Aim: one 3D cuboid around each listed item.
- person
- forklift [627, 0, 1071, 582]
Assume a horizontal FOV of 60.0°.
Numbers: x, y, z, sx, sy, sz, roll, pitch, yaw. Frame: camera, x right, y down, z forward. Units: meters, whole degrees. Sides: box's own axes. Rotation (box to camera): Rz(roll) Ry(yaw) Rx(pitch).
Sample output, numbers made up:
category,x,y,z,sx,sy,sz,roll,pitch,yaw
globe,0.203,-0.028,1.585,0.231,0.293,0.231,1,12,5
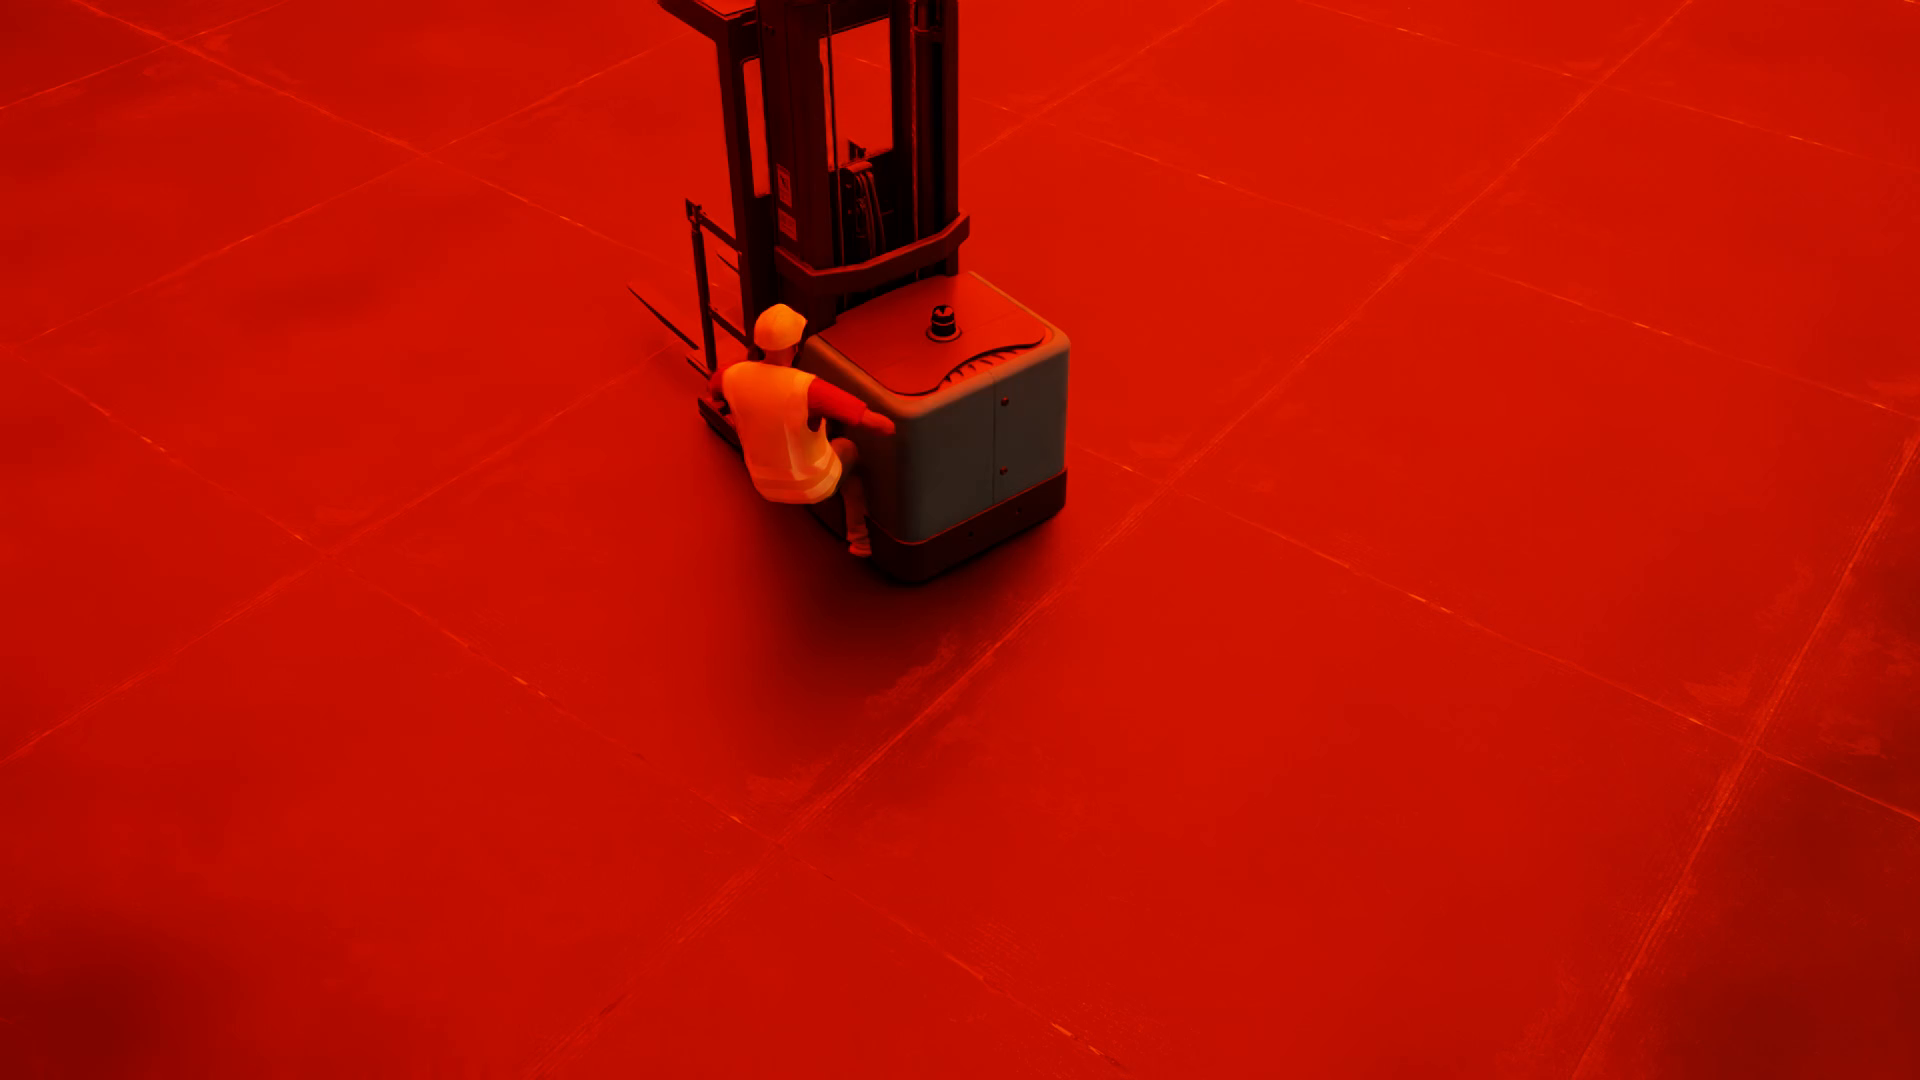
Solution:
category,x,y,z,sx,sy,sz,roll,pitch,yaw
person,-0.679,-0.520,7.776,0.939,1.521,0.863,11,42,13
forklift,-0.763,-1.813,8.201,1.130,2.935,3.031,-27,47,-28
